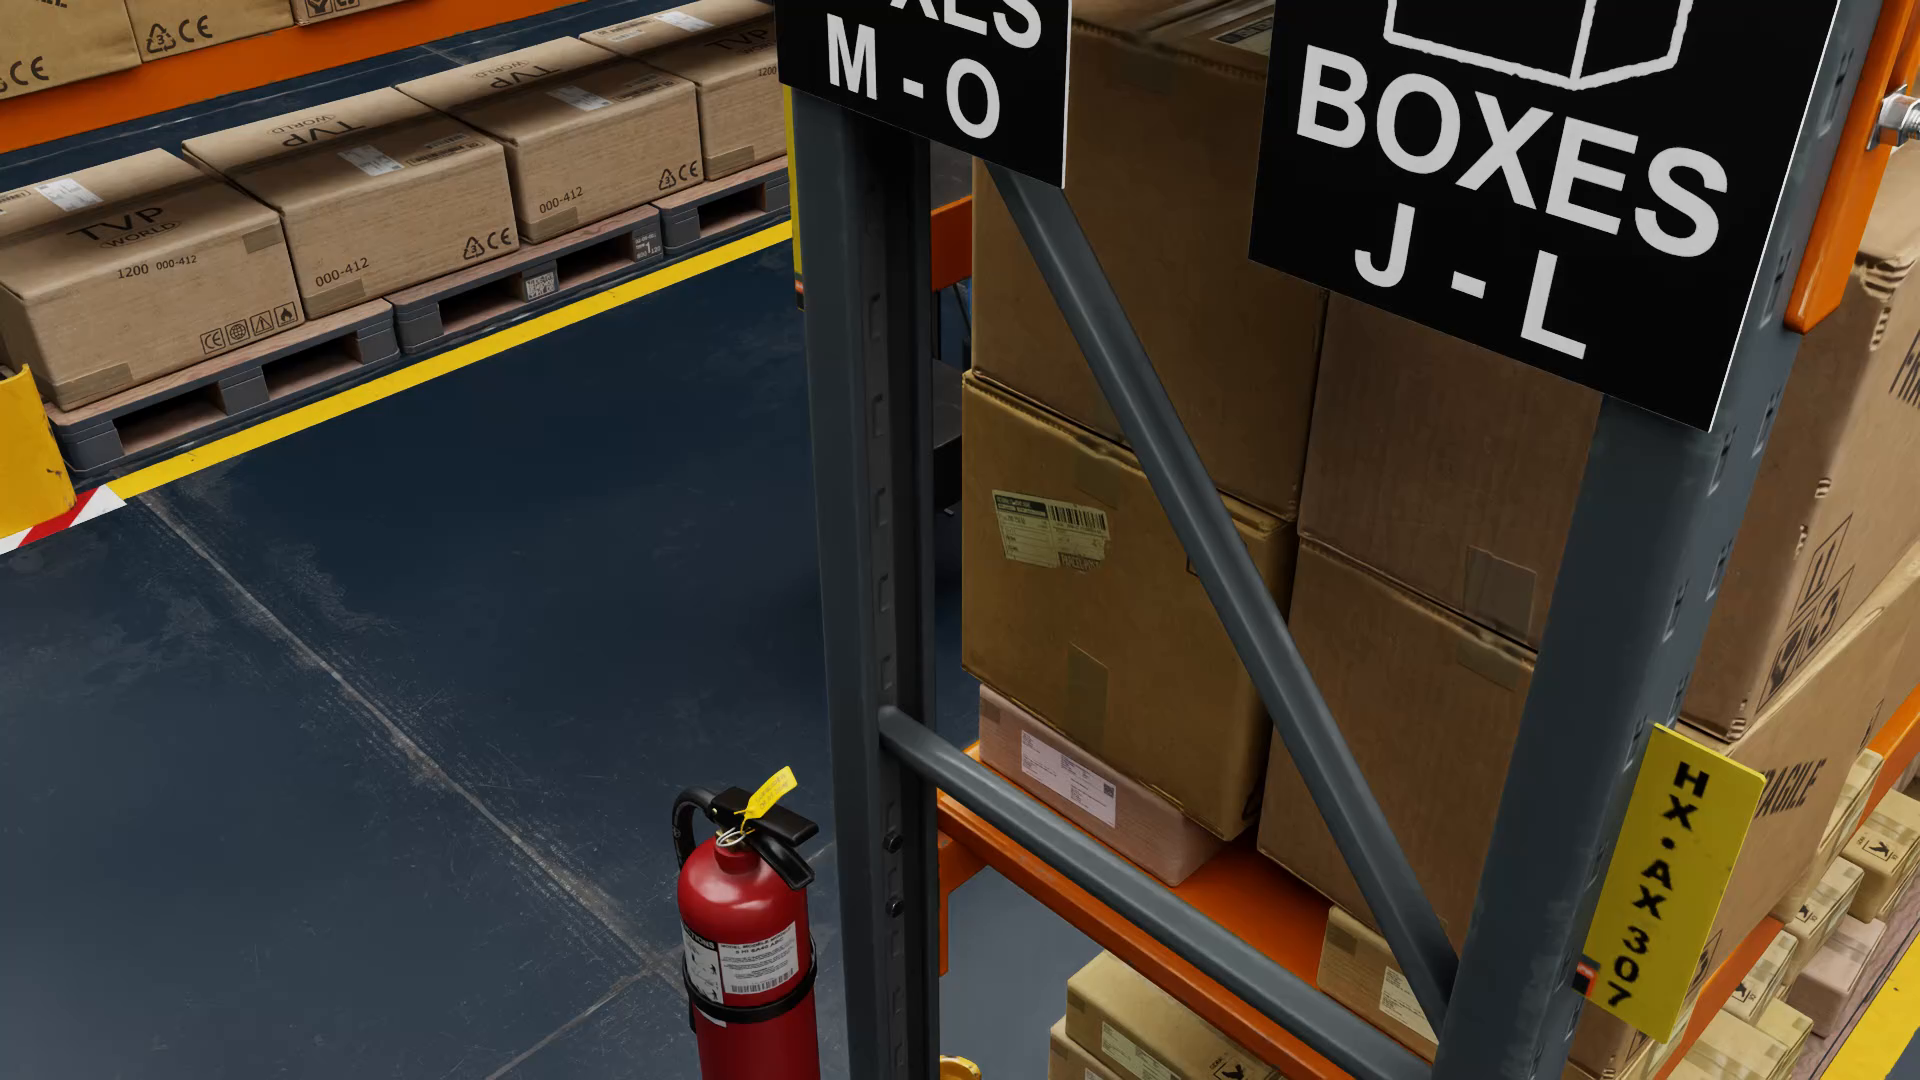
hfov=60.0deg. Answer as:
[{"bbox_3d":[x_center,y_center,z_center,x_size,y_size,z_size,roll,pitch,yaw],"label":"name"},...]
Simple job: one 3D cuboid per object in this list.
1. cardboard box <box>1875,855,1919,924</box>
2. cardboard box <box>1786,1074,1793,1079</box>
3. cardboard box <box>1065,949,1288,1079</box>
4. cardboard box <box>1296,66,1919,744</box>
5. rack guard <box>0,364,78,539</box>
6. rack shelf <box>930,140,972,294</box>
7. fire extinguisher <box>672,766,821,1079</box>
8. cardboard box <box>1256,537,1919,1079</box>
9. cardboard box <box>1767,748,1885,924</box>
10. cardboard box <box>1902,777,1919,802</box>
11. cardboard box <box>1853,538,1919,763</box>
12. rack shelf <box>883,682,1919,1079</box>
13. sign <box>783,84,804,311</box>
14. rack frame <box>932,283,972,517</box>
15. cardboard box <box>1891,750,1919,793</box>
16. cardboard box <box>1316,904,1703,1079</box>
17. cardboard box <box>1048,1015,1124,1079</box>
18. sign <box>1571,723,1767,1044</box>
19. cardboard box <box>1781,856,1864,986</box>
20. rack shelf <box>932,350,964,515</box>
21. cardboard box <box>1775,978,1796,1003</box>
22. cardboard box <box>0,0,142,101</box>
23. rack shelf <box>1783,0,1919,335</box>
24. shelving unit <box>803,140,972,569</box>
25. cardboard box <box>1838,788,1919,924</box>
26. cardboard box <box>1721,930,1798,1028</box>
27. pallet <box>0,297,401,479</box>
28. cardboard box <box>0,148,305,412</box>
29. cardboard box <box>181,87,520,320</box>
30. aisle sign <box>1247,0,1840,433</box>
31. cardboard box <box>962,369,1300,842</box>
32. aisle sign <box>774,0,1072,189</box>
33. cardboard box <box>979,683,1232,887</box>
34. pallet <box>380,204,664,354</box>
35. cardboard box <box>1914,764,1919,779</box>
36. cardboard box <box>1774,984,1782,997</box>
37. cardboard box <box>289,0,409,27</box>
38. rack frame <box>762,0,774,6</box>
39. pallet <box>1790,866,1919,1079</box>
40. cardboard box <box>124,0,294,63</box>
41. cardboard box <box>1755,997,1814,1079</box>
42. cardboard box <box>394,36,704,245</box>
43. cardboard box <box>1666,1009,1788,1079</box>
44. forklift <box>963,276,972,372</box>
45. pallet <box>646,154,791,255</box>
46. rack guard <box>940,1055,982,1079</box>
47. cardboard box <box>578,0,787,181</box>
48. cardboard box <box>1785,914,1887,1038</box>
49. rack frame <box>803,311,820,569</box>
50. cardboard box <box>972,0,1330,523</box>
[{"bbox_3d":[1.894,0.719,3.722,0.380,0.149,0.250,30,45,35],"label":"cardboard box"},{"bbox_3d":[1.368,1.050,3.248,0.250,0.149,0.380,-29,44,-35],"label":"cardboard box"},{"bbox_3d":[0.411,0.875,2.979,0.250,0.149,0.380,-29,44,-35],"label":"cardboard box"},{"bbox_3d":[0.722,-0.210,1.707,0.500,0.500,0.500,29,44,35],"label":"cardboard box"},{"bbox_3d":[-3.383,-0.480,5.502,1.175,0.500,0.348,30,45,35],"label":"rack guard"},{"bbox_3d":[-0.117,-0.783,4.561,0.431,0.518,0.480,30,45,35],"label":"rack shelf"},{"bbox_3d":[-0.287,0.540,2.248,0.296,0.674,0.183,30,45,35],"label":"fire extinguisher"},{"bbox_3d":[0.730,0.205,1.987,0.500,0.500,0.500,-28,43,-34],"label":"cardboard box"},{"bbox_3d":[1.056,0.335,2.367,0.380,0.149,0.250,28,44,34],"label":"cardboard box"},{"bbox_3d":[2.066,0.451,3.846,0.380,0.149,0.250,27,43,33],"label":"cardboard box"},{"bbox_3d":[1.089,-0.023,2.313,0.500,0.500,0.500,30,45,35],"label":"cardboard box"},{"bbox_3d":[1.627,-0.078,3.369,1.077,0.370,4.000,30,45,35],"label":"rack shelf"},{"bbox_3d":[-0.162,-0.398,1.910,0.100,0.325,0.005,30,45,35],"label":"sign"},{"bbox_3d":[0.055,-0.893,4.695,0.400,2.100,0.015,30,45,35],"label":"rack frame"},{"bbox_3d":[1.850,0.433,3.612,0.380,0.149,0.250,30,45,35],"label":"cardboard box"},{"bbox_3d":[0.678,0.542,2.070,0.380,0.149,0.250,29,44,35],"label":"cardboard box"},{"bbox_3d":[0.387,0.984,3.081,0.380,0.149,0.250,28,44,34],"label":"cardboard box"},{"bbox_3d":[0.603,0.302,1.438,0.100,0.325,0.005,30,45,35],"label":"sign"},{"bbox_3d":[1.523,0.662,3.283,0.250,0.149,0.380,-28,44,-34],"label":"cardboard box"},{"bbox_3d":[-0.117,-0.209,4.961,0.431,0.518,0.480,30,45,35],"label":"rack shelf"},{"bbox_3d":[1.480,0.908,3.451,0.380,0.149,0.250,30,45,35],"label":"cardboard box"},{"bbox_3d":[-2.824,-1.635,4.885,0.500,0.500,0.500,29,44,35],"label":"cardboard box"},{"bbox_3d":[1.627,-1.308,2.511,1.077,0.370,4.000,30,45,35],"label":"rack shelf"},{"bbox_3d":[-0.117,-0.794,4.553,0.431,2.100,0.503,30,45,35],"label":"shelving unit"},{"bbox_3d":[1.741,0.574,3.410,0.250,0.149,0.380,-29,44,-35],"label":"cardboard box"},{"bbox_3d":[1.321,0.771,3.127,0.380,0.149,0.250,27,43,33],"label":"cardboard box"},{"bbox_3d":[-2.859,-0.728,6.109,1.003,0.211,1.213,30,45,35],"label":"pallet"},{"bbox_3d":[-2.972,-0.945,5.855,0.875,0.438,0.875,28,44,34],"label":"cardboard box"},{"bbox_3d":[-2.333,-1.320,6.393,0.875,0.438,0.875,-29,44,-34],"label":"cardboard box"},{"bbox_3d":[0.379,-0.477,1.039,0.394,0.787,0.004,30,45,35],"label":"aisle sign"},{"bbox_3d":[0.352,-0.010,2.295,0.500,0.500,0.500,-29,44,-35],"label":"cardboard box"},{"bbox_3d":[-0.047,-0.719,1.386,0.394,0.787,0.004,30,45,35],"label":"aisle sign"},{"bbox_3d":[0.247,0.295,2.424,0.380,0.149,0.250,30,45,35],"label":"cardboard box"},{"bbox_3d":[-1.999,-1.220,6.816,1.003,0.211,1.213,30,45,35],"label":"pallet"},{"bbox_3d":[2.103,0.376,3.693,0.380,0.149,0.250,28,44,34],"label":"cardboard box"},{"bbox_3d":[1.489,0.775,3.382,0.380,0.149,0.250,27,43,33],"label":"cardboard box"},{"bbox_3d":[-2.117,-2.051,5.482,0.500,0.500,0.500,29,44,35],"label":"cardboard box"},{"bbox_3d":[-0.548,-3.139,7.129,1.000,3.000,0.127,30,45,35],"label":"rack frame"},{"bbox_3d":[1.728,0.743,4.000,1.003,0.211,1.213,30,45,35],"label":"pallet"},{"bbox_3d":[-2.488,-1.852,5.196,0.500,0.500,0.500,29,44,35],"label":"cardboard box"},{"bbox_3d":[1.369,0.921,3.173,0.250,0.149,0.380,-28,44,-34],"label":"cardboard box"},{"bbox_3d":[-1.697,-1.685,6.917,0.875,0.438,0.875,28,44,34],"label":"cardboard box"},{"bbox_3d":[1.205,0.905,2.935,0.380,0.149,0.250,29,44,35],"label":"cardboard box"},{"bbox_3d":[1.360,-2.084,5.676,1.130,2.935,3.031,27,43,33],"label":"forklift"},{"bbox_3d":[-1.139,-1.718,7.529,1.003,0.211,1.213,30,45,35],"label":"pallet"},{"bbox_3d":[0.271,1.433,2.758,1.175,0.500,0.348,30,45,35],"label":"rack guard"},{"bbox_3d":[-1.067,-2.049,7.438,0.875,0.438,0.875,29,44,35],"label":"cardboard box"},{"bbox_3d":[1.718,0.842,3.546,0.380,0.149,0.250,27,43,33],"label":"cardboard box"},{"bbox_3d":[-0.289,-0.695,4.411,0.400,2.100,0.015,30,45,35],"label":"rack frame"},{"bbox_3d":[0.363,-0.420,2.009,0.500,0.500,0.500,29,44,34],"label":"cardboard box"}]
